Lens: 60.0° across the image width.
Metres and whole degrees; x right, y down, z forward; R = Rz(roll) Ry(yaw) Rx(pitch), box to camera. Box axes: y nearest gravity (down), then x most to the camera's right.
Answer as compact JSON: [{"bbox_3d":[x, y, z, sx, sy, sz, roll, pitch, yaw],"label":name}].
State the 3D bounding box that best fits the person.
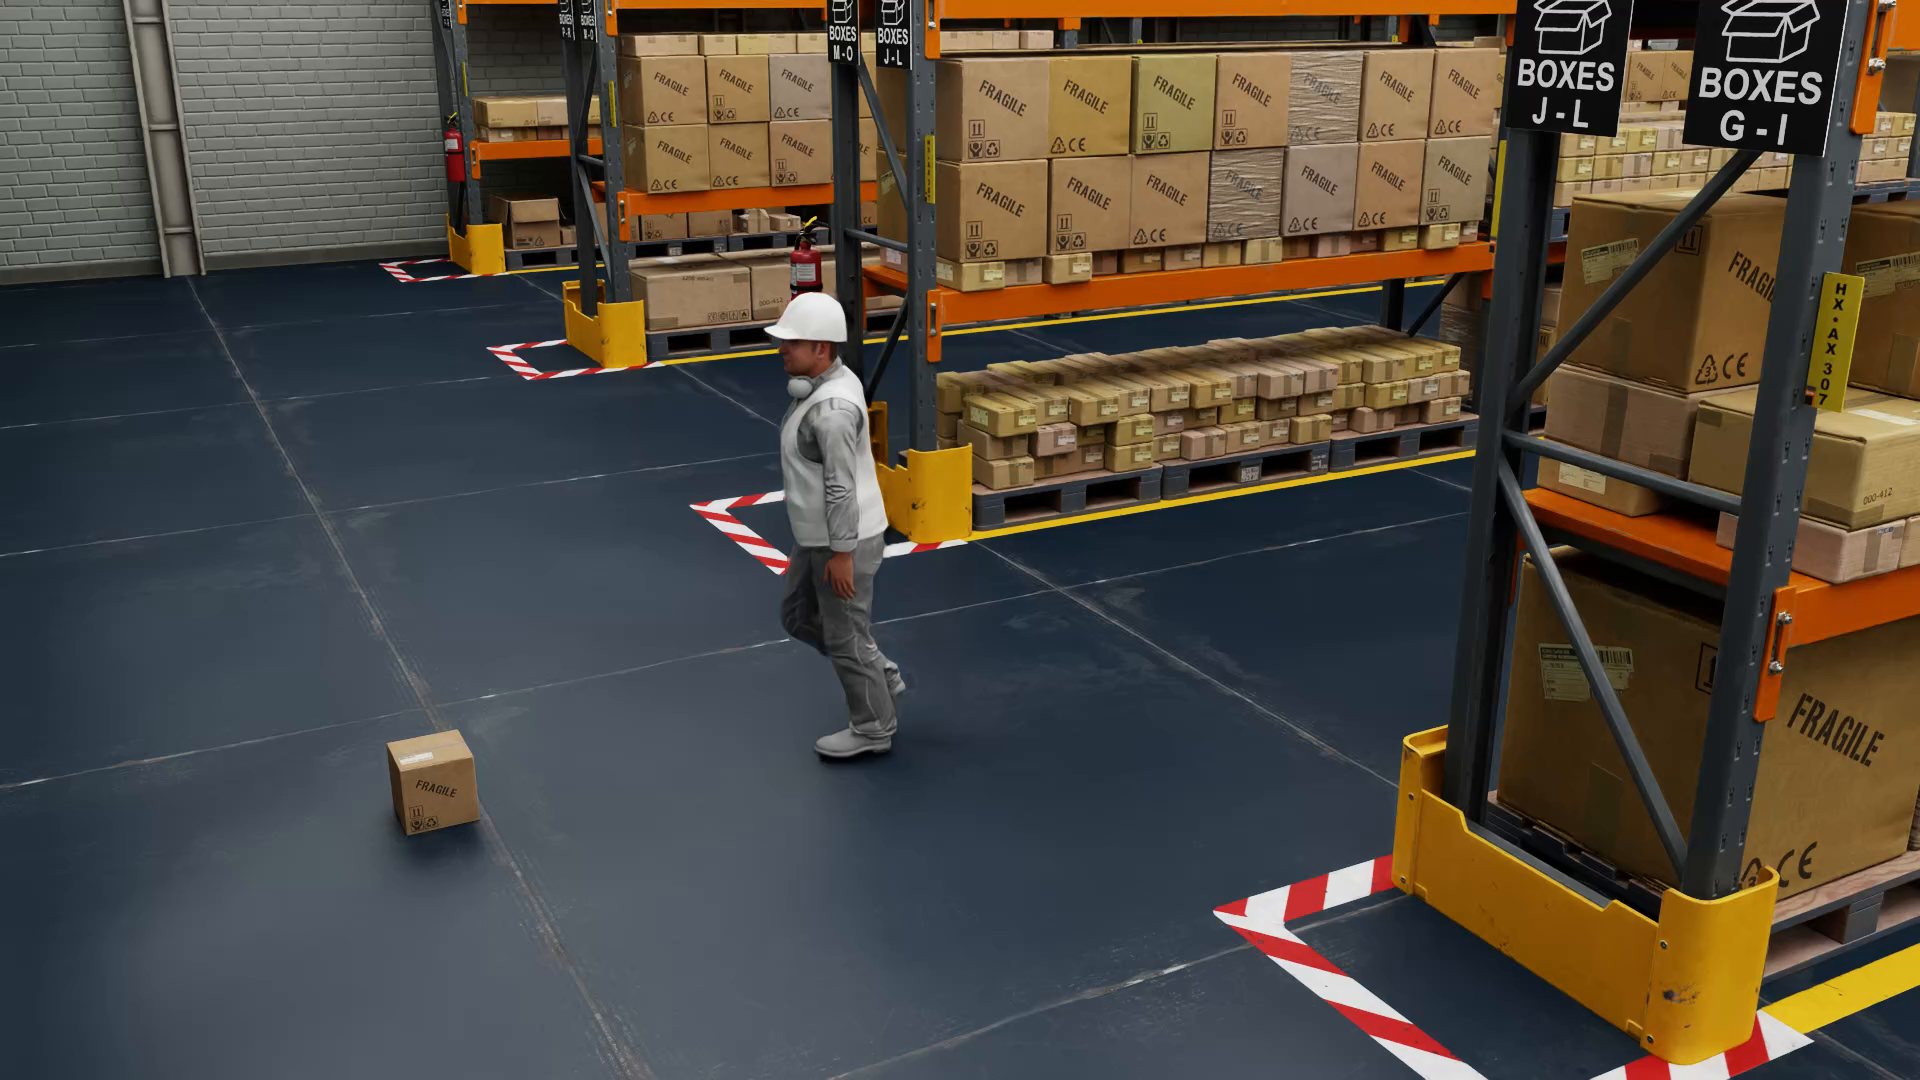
[{"bbox_3d":[-0.438,-0.034,6.082,0.504,1.764,0.575,-3,19,-9],"label":"person"}]
